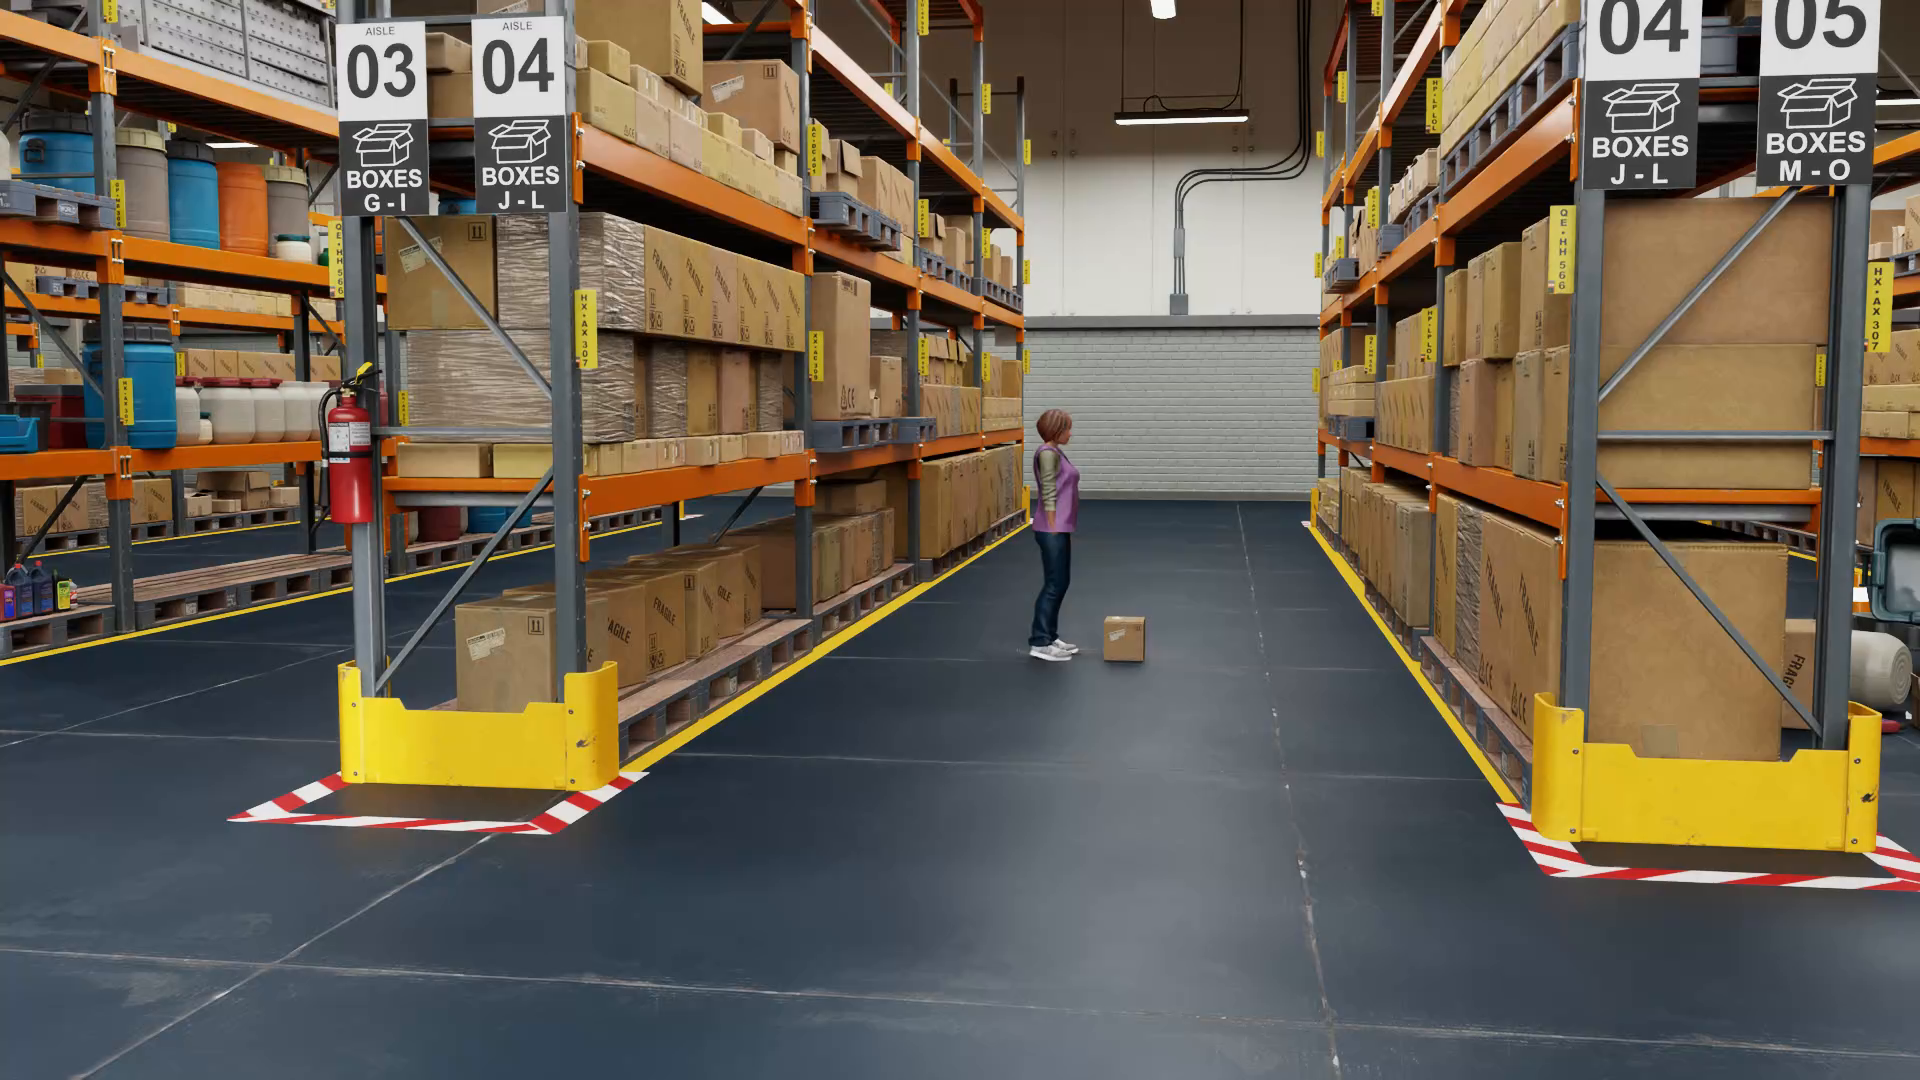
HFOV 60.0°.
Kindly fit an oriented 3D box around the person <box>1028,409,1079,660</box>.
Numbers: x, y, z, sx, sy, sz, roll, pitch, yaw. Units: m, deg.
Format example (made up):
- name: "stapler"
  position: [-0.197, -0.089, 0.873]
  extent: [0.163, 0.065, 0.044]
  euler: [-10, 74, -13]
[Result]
- name: "person"
  position: [0.606, -0.016, 10.699]
  extent: [0.312, 1.561, 0.407]
  euler: [1, 5, 10]
